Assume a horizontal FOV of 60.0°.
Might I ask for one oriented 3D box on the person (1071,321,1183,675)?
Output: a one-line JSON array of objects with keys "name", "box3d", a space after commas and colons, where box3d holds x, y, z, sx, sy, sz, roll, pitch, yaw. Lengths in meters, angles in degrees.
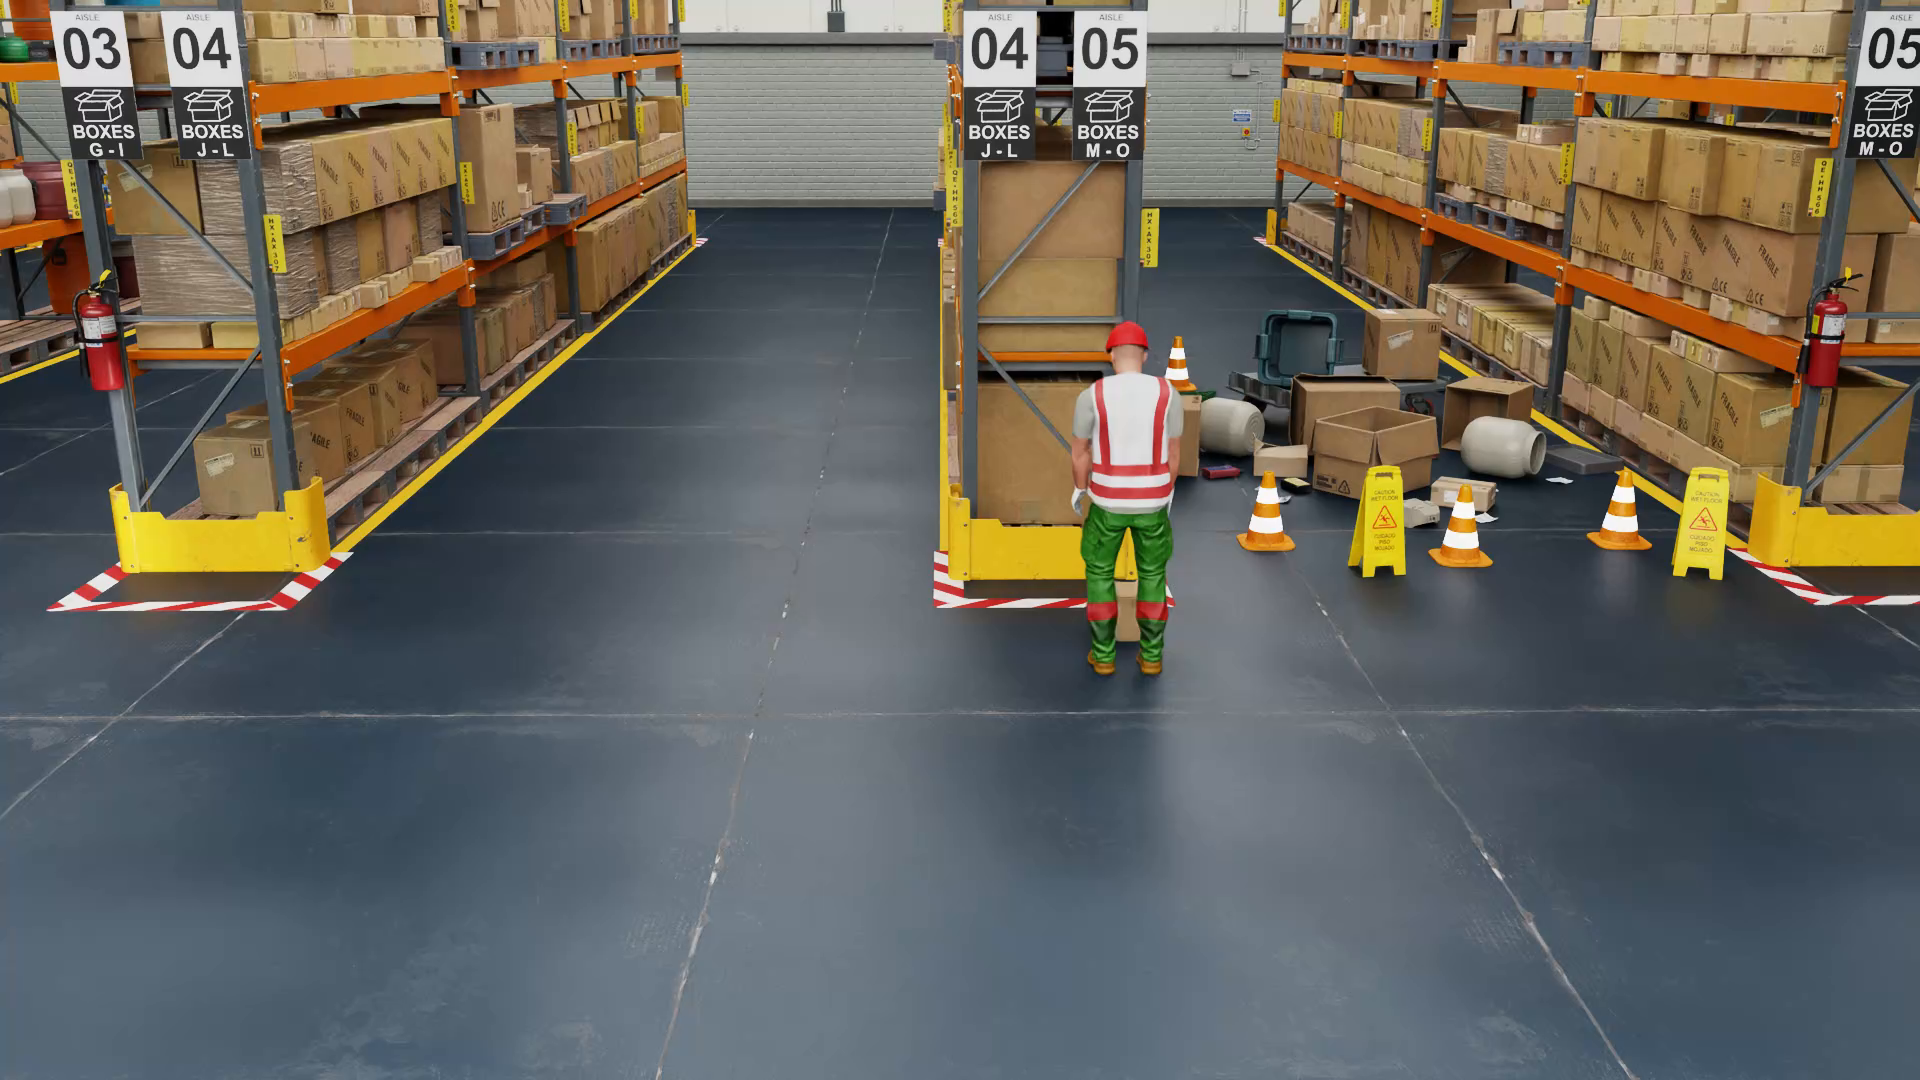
[{"name": "person", "box3d": [0.812, -0.199, 8.222, 0.538, 1.751, 0.427, 0, 17, 0]}]
